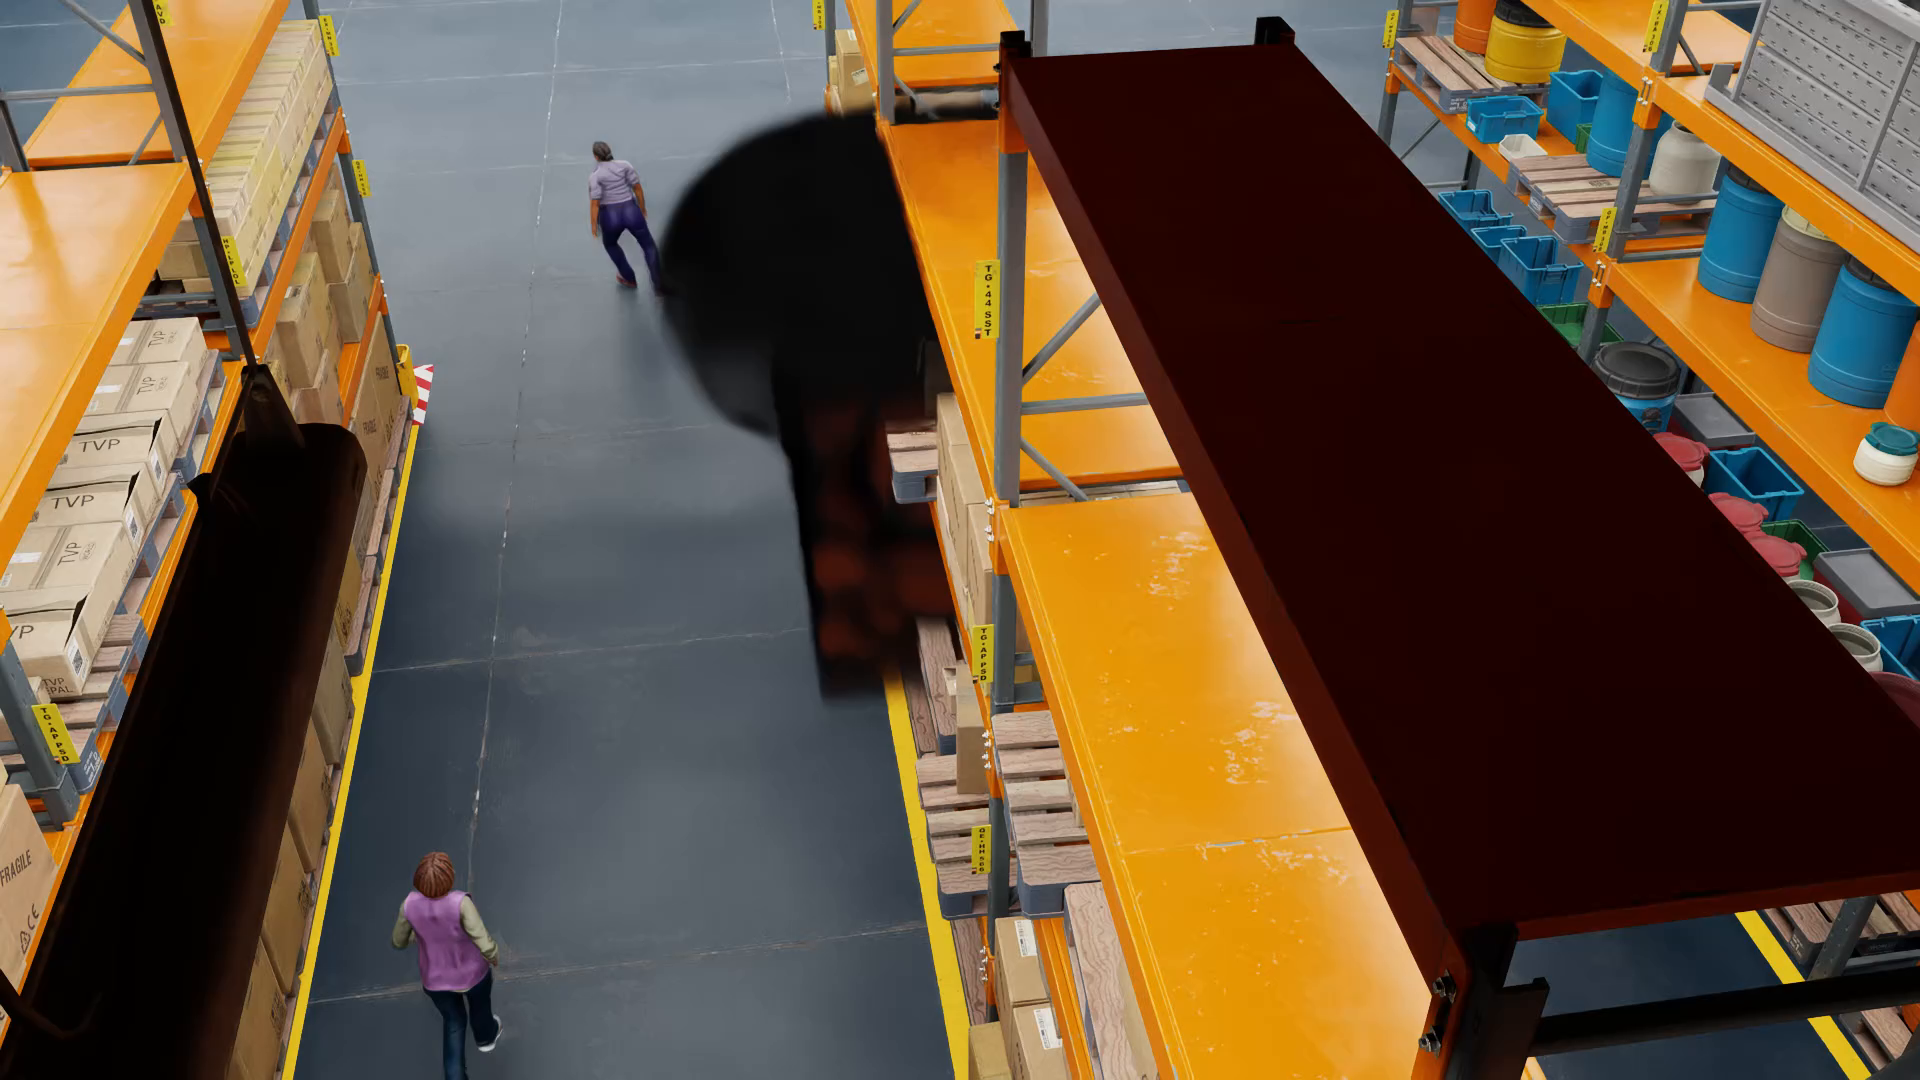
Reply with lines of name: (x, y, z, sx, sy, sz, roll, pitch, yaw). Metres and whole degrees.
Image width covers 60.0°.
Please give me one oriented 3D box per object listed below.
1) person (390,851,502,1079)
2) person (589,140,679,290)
person: (-2.595, 2.256, 8.564, 0.548, 1.616, 0.741, -3, 36, -4)
person: (-3.271, -3.174, 16.444, 0.735, 1.550, 0.710, -16, 39, -20)
